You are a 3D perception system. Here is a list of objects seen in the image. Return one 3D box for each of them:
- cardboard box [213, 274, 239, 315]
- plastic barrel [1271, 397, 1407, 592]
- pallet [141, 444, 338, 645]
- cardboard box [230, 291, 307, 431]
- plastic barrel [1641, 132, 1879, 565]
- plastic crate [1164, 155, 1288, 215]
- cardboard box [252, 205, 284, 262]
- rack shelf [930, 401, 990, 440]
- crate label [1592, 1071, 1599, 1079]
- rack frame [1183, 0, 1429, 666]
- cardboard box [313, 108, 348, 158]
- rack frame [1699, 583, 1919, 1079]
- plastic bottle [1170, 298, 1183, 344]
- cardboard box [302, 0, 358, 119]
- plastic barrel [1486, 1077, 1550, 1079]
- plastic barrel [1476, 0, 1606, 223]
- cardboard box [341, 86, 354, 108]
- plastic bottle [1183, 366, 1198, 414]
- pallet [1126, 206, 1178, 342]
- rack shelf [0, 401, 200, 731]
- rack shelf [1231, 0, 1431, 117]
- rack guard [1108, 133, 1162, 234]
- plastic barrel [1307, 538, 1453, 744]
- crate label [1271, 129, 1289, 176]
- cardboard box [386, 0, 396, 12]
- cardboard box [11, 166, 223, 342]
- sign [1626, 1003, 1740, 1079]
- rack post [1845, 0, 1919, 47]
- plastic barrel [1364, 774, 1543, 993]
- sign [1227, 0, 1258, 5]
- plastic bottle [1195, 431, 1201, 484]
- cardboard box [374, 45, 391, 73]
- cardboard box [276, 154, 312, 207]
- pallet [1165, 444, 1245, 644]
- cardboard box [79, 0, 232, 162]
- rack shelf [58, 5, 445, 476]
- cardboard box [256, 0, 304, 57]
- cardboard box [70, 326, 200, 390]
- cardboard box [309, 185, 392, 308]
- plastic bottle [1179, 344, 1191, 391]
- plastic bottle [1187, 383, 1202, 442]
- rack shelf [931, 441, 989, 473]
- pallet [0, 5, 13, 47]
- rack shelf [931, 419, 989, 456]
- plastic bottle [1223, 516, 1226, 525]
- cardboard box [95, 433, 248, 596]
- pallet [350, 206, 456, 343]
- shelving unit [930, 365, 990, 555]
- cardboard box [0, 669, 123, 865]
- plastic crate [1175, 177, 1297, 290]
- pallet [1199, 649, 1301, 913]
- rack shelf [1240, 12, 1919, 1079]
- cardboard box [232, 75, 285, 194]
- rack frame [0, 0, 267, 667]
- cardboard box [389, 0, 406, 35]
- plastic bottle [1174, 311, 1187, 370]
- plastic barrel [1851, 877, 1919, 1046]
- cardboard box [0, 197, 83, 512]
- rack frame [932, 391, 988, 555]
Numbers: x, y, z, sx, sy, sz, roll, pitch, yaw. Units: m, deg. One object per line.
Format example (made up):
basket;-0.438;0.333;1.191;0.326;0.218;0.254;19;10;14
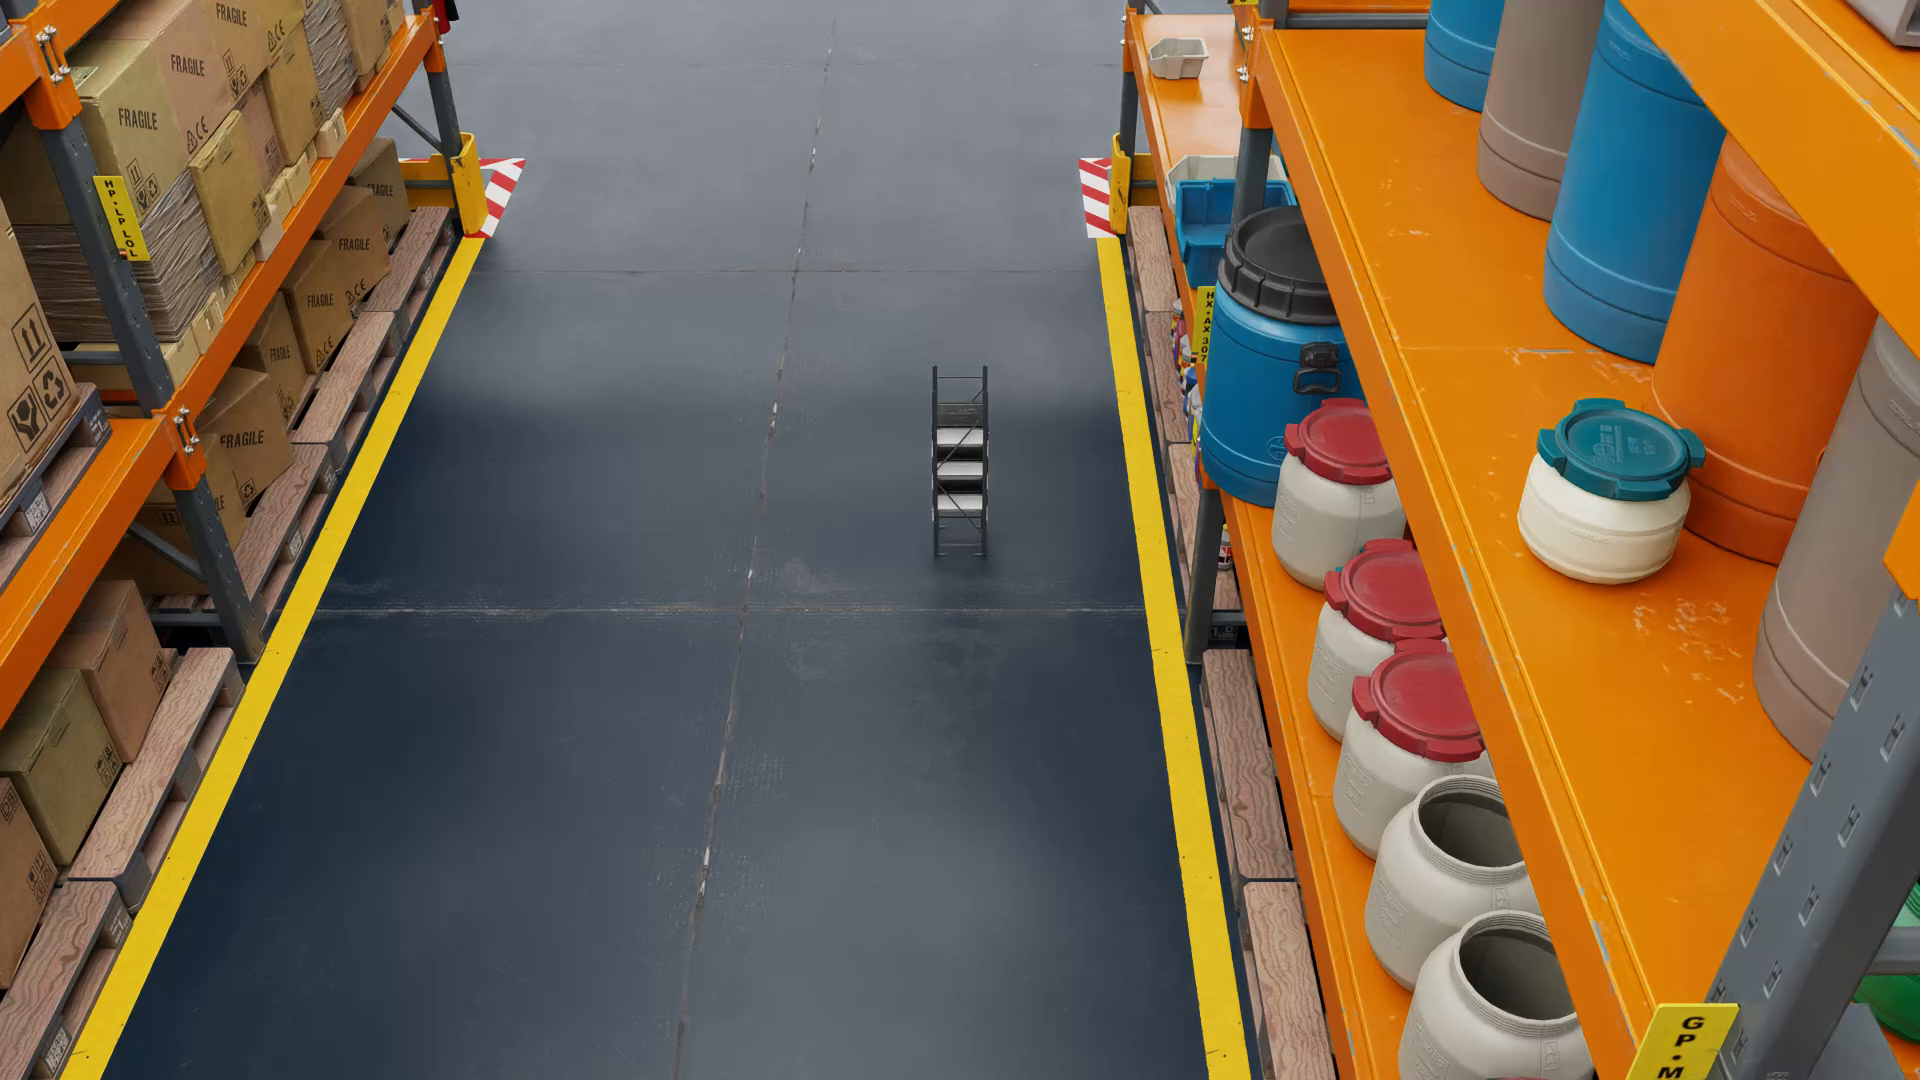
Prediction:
cardboard box;-3.207;-1.020;6.825;0.380;0.149;0.250;0;39;0
plastic barrel;1.242;-0.129;5.403;0.433;0.535;0.433;0;39;0
pallet;-3.528;-0.002;7.584;1.003;0.211;1.213;0;39;0
cardboard box;-3.540;-0.855;8.082;0.500;0.500;0.500;-3;39;-4
plastic barrel;1.681;-0.433;3.150;0.600;0.830;0.708;0;39;0
plastic crate;1.206;-1.586;7.542;0.530;0.136;0.437;0;39;0
cardboard box;-3.176;-1.332;7.215;0.380;0.149;0.250;0;39;0
rack shelf;0.000;-0.531;7.314;0.258;0.077;0.200;0;39;0
crate label;1.735;1.192;3.835;0.502;0.435;0.616;0;39;0
rack frame;1.461;-0.674;6.192;1.000;3.000;0.127;0;39;0
cardboard box;-3.183;-1.958;7.995;0.380;0.149;0.250;0;39;0
rack frame;1.465;-0.514;1.195;1.000;3.000;0.127;0;39;0
plastic bottle;1.147;-1.148;8.614;0.097;0.271;0.097;0;39;0
cardboard box;-3.446;-2.358;7.975;0.875;0.500;0.500;0;39;0
plastic barrel;1.162;1.484;3.390;0.600;0.536;0.708;0;39;0
plastic barrel;1.679;-1.313;4.190;0.600;0.901;0.600;0;39;0
cardboard box;-3.295;-2.270;8.385;0.380;0.149;0.250;0;39;0
plastic bottle;1.147;-0.745;8.111;0.097;0.271;0.097;0;39;0
pallet;1.499;-1.532;9.492;1.003;0.211;1.213;0;39;0
rack shelf;-3.490;0.861;4.852;1.077;0.370;4.000;0;39;0
rack shelf;1.458;-2.814;7.040;1.077;0.370;4.000;0;39;0
rack guard;1.503;-2.152;10.036;1.175;0.500;0.348;0;39;0
plastic barrel;1.243;0.330;4.831;0.433;0.535;0.433;0;39;0
crate label;1.729;-2.038;7.867;0.502;0.435;0.616;0;39;0
cardboard box;-3.524;-2.983;8.756;0.875;0.500;0.500;0;39;0
cardboard box;-3.431;-1.107;6.415;0.875;0.500;0.500;0;39;0
sign;0.915;0.703;2.160;0.100;0.325;0.005;0;39;0
rack post;1.549;-1.862;2.717;1.013;1.000;3.121;0;39;0
plastic barrel;1.250;0.877;4.167;0.421;0.512;0.421;0;39;0
sign;0.911;-1.854;5.260;0.100;0.325;0.005;0;39;0
plastic bottle;1.130;-0.410;7.683;0.061;0.283;0.133;2;39;3
cardboard box;-3.239;-2.583;8.775;0.380;0.149;0.250;0;39;0
cardboard box;-3.207;-1.645;7.605;0.380;0.149;0.250;0;39;0
pallet;1.502;-0.006;7.588;1.003;0.211;1.213;0;39;0
cardboard box;-3.241;-1.810;6.492;0.500;0.500;0.500;0;39;0
rack shelf;-3.495;-1.640;7.974;1.077;0.370;4.000;0;39;0
cardboard box;-3.252;-2.435;7.273;0.500;0.500;0.500;0;39;0
cardboard box;-3.192;-0.707;6.434;0.380;0.149;0.250;0;39;0
cardboard box;-3.478;-1.596;9.006;0.500;0.500;0.500;10;40;12
plastic bottle;1.147;-0.871;8.269;0.097;0.271;0.097;0;39;0
plastic bottle;1.175;-0.609;7.937;0.152;0.276;0.135;1;39;1
rack shelf;0.000;-0.390;7.427;0.258;0.077;0.200;0;39;0
pallet;-3.598;-1.381;4.827;1.213;0.211;1.003;0;39;0
rack shelf;0.000;-0.461;7.371;0.258;0.077;0.200;0;39;0
plastic bottle;1.130;-0.086;7.279;0.061;0.283;0.133;2;39;2
cardboard box;-3.453;-0.109;7.150;0.500;0.500;0.500;-1;39;-1
pallet;-3.531;-1.528;9.488;1.003;0.211;1.213;0;39;0
shelving unit;0.000;-0.346;7.462;0.258;0.900;0.210;0;39;0
cardboard box;-3.531;0.816;5.981;0.700;0.500;0.500;0;39;0
plastic crate;1.188;-1.308;7.102;0.499;0.251;0.616;0;39;0
pallet;1.500;0.905;6.452;1.003;0.211;1.213;0;39;0
rack shelf;1.463;-0.313;3.919;1.077;0.370;4.000;0;39;0
cardboard box;-3.498;-1.732;7.195;0.875;0.500;0.500;0;39;0
rack frame;-3.492;-0.670;6.188;1.000;3.000;0.127;0;39;0
cardboard box;-3.290;-2.896;9.166;0.380;0.149;0.250;0;39;0
plastic bottle;1.129;-1.011;8.434;0.061;0.283;0.133;1;39;1
plastic barrel;1.414;0.563;2.374;0.294;0.245;0.294;0;39;0
cardboard box;-3.631;-0.571;5.249;1.000;1.000;1.000;0;39;0
rack frame;0.000;-0.282;7.383;0.240;0.900;0.006;0;39;0
